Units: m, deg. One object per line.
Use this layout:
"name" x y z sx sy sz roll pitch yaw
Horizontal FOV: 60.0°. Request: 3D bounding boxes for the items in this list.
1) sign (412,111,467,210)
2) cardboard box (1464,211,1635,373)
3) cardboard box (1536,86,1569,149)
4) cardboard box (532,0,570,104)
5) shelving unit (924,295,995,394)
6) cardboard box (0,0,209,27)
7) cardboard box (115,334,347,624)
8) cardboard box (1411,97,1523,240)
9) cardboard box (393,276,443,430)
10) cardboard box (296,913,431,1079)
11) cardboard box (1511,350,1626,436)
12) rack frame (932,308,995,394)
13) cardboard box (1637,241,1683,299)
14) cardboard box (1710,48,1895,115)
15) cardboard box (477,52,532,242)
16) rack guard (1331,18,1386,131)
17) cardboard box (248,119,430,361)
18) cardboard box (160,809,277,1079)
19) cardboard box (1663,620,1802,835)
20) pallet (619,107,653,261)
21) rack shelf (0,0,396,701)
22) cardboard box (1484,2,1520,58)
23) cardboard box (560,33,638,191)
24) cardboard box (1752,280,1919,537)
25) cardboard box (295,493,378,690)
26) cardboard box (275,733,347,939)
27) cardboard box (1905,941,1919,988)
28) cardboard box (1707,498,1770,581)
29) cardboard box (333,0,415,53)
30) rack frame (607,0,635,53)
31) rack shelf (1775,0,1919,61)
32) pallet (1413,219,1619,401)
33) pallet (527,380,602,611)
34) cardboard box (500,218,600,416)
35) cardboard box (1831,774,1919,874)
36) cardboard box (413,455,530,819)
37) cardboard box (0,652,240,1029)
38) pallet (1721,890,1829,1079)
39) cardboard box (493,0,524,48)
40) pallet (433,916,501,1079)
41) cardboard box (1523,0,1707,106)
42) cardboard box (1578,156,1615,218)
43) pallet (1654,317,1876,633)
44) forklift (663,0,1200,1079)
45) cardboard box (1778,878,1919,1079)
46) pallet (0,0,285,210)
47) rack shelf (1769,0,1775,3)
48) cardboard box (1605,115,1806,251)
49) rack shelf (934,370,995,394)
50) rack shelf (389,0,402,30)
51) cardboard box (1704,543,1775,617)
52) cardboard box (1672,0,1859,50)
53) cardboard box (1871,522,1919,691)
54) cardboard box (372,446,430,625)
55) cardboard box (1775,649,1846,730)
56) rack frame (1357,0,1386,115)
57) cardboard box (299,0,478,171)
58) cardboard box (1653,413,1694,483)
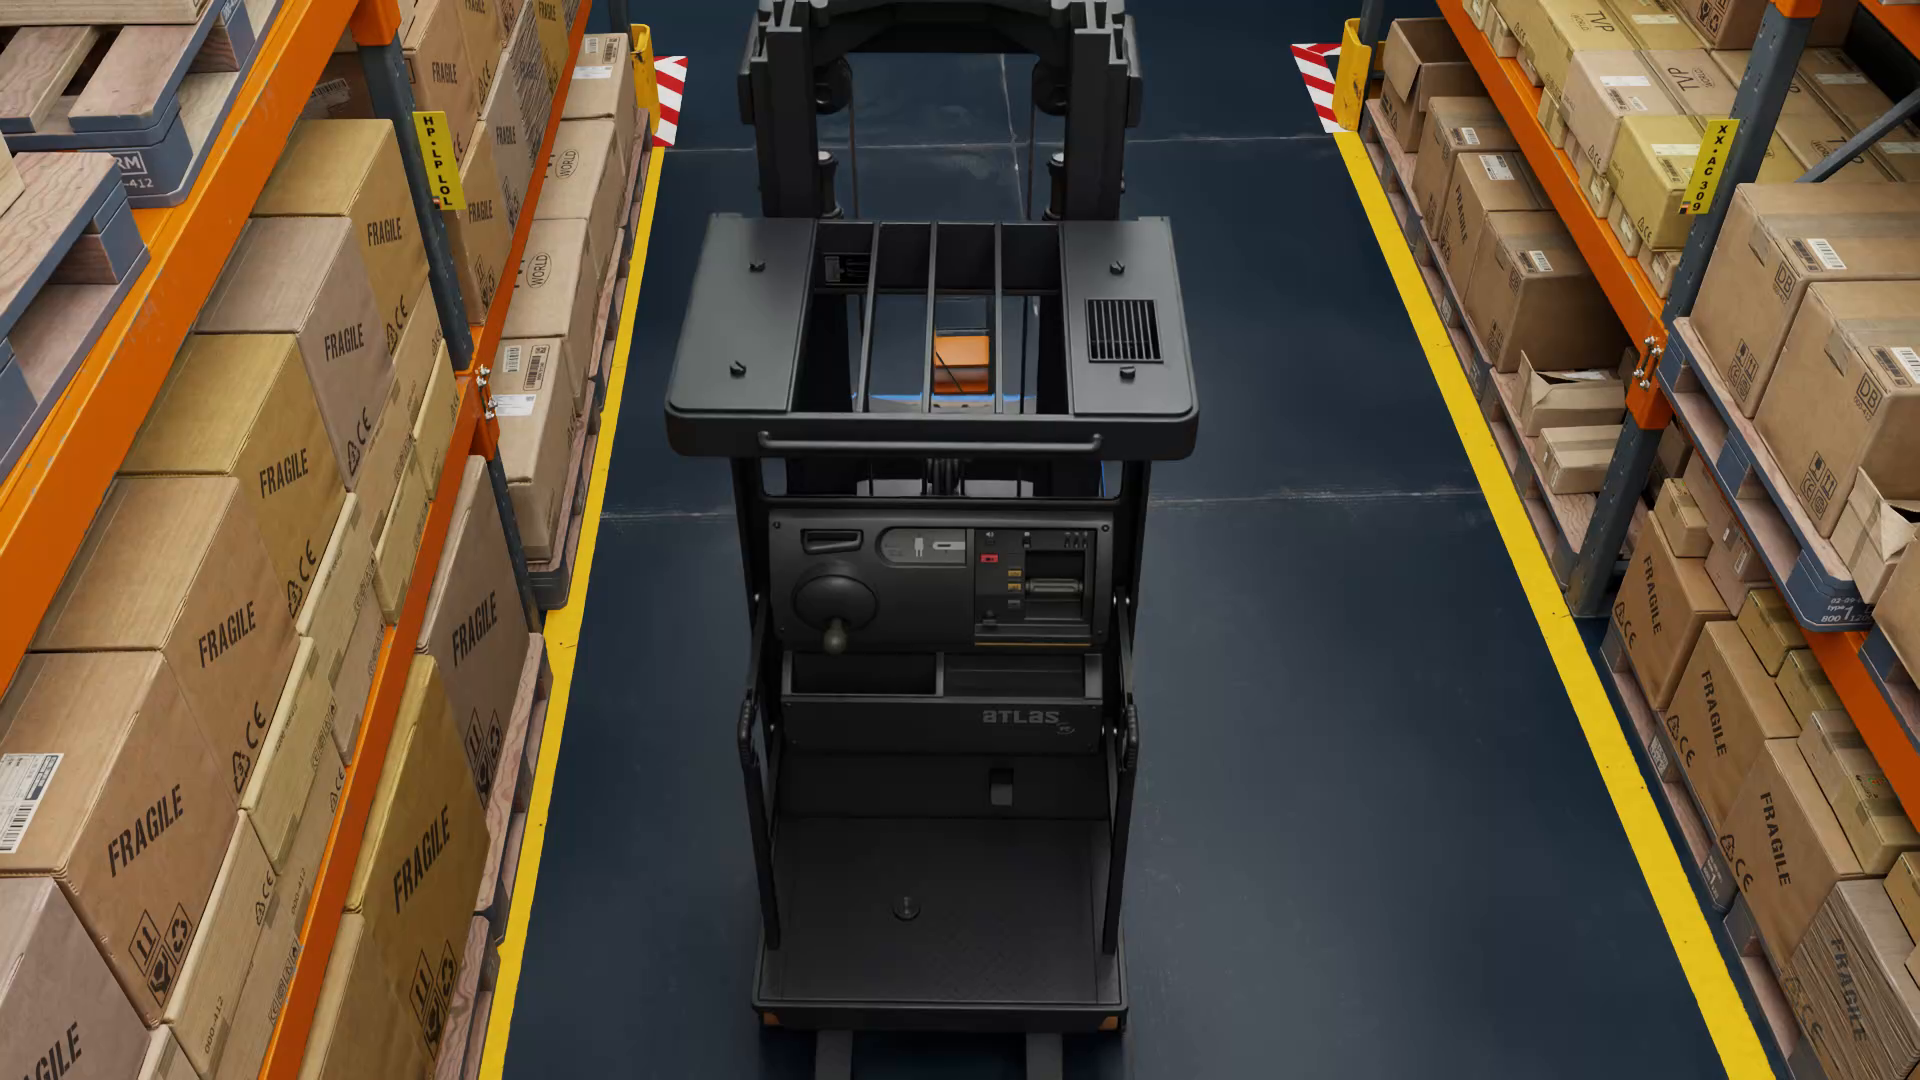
"sign" -1.555 -1.129 4.964 0.100 0.325 0.005 -2 43 -2
"cardboard box" 2.665 -1.093 7.262 0.700 0.500 0.500 -3 43 -3
"cardboard box" 2.505 -1.669 6.537 0.380 0.149 0.250 -2 43 -2
"cardboard box" -1.909 -2.094 6.741 0.500 0.500 0.500 0 43 -1
"shelving unit" 0.001 -0.433 6.334 0.258 1.200 0.189 -2 43 -2
"cardboard box" -1.850 -1.348 3.536 0.500 0.311 0.500 -2 43 -2
"cardboard box" -1.796 -0.128 3.856 0.500 0.500 0.500 0 43 0
"cardboard box" 2.621 -1.794 8.027 0.700 0.500 0.500 0 43 0
"cardboard box" -1.835 -0.548 4.868 0.500 0.250 0.500 -2 43 -2
"cardboard box" -1.907 1.549 4.102 0.875 0.875 0.875 -1 43 -1
"cardboard box" 2.530 -0.610 6.908 0.396 0.266 0.258 0 43 0
"rack frame" 0.005 -0.371 6.267 0.240 1.200 0.006 -2 43 -2
"cardboard box" 2.596 -0.970 5.774 0.380 0.149 0.250 -1 43 -1
"cardboard box" 3.082 -1.589 6.155 0.500 0.250 0.500 -2 43 -2
"cardboard box" -1.873 -1.410 5.995 0.500 0.500 0.500 -1 43 -2
"rack guard" 2.695 -2.582 9.197 1.175 0.500 0.348 -2 43 -2
"cardboard box" -1.827 -0.820 4.611 0.500 0.500 0.500 0 43 0
"cardboard box" -1.732 0.827 3.369 0.500 0.250 0.500 -2 43 -2
"cardboard box" 2.690 0.605 5.410 0.500 0.500 0.500 -2 43 -2
"pallet" -2.155 -1.844 8.606 1.003 0.211 1.213 -2 43 -2
"rack shelf" -2.012 -0.200 3.060 1.077 0.370 4.000 -2 43 -2
"cardboard box" 2.469 -2.184 7.099 0.380 0.149 0.250 -1 43 -1
"cardboard box" -2.139 -2.177 8.491 0.875 0.438 0.875 -3 43 -3
"cardboard box" 2.681 -0.363 4.542 0.700 0.500 0.500 -1 43 -1
"cardboard box" -1.779 0.139 4.119 0.500 0.250 0.500 -1 43 -1
"cardboard box" -1.777 0.675 3.904 0.500 0.250 0.500 -2 43 -2
"cardboard box" 2.730 1.152 4.333 0.380 0.149 0.250 -4 43 -4
"cardboard box" 2.670 -0.012 5.383 0.380 0.149 0.250 -4 43 -4
"cardboard box" -1.851 -1.574 4.954 0.380 0.149 0.250 -2 43 -2
"rack frame" -2.267 -3.410 8.250 1.000 3.000 0.127 -2 43 -2
"rack shelf" 2.947 -0.345 3.218 1.077 0.370 4.000 -2 43 -2
"pallet" 2.779 -1.115 7.811 1.003 0.211 1.213 -2 43 -2
"pallet" -2.051 -0.197 6.809 1.003 0.211 1.213 -2 43 -2
"cardboard box" -2.055 -0.951 7.153 0.875 0.438 0.875 -3 43 -3
"cardboard box" 2.729 0.803 4.713 0.380 0.149 0.250 0 43 0
"cardboard box" -1.991 0.335 5.426 0.875 0.875 0.875 0 43 0
"cardboard box" -1.741 0.561 3.104 0.500 0.500 0.500 -1 43 -1
"pallet" 2.989 1.547 4.906 1.003 0.211 1.213 -2 43 -2
"cardboard box" -1.901 -2.130 6.040 0.500 0.500 0.500 -1 43 -1
"pallet" -1.934 1.663 4.779 1.003 0.211 1.213 -2 43 -2
"cardboard box" 2.553 -1.920 6.516 0.500 0.250 0.500 -2 43 -2
"cardboard box" 2.528 -1.320 6.156 0.380 0.149 0.250 -1 43 -1
"pallet" 2.787 -0.241 4.935 1.003 0.211 1.213 -2 43 -2
"forklift" -0.053 0.201 4.362 1.130 2.935 3.031 1 43 1
"cardboard box" 2.723 1.292 4.660 0.500 0.500 0.500 -3 43 -3
"pallet" -2.009 -1.127 3.681 0.805 0.209 1.217 -3 43 -4
"rack shelf" 2.777 -3.045 6.165 1.077 0.370 4.000 -2 43 -2
"cardboard box" 2.597 -1.245 5.780 0.500 0.250 0.500 -1 43 -1
"rack shelf" 0.001 -0.577 6.202 0.258 0.103 0.180 -2 43 -2
"rack shelf" -2.182 -2.900 6.006 1.077 0.370 4.000 -2 43 -2
"cardboard box" 2.700 0.108 5.471 0.380 0.149 0.250 -3 43 -3
"cardboard box" 3.065 -2.198 6.264 0.500 0.500 0.500 -3 43 -3
"cardboard box" 2.714 0.167 3.964 0.700 0.500 0.500 -2 43 -2
"cardboard box" -1.806 -0.014 4.657 0.500 0.250 0.500 -2 43 -2
"cardboard box" 2.748 0.465 5.081 0.380 0.149 0.250 -2 43 -3
"rack frame" 2.692 -3.555 8.408 1.000 3.000 0.127 -2 43 -2
"cardboard box" -1.875 -1.443 5.290 0.500 0.500 0.500 -1 43 -2
"cardboard box" 3.070 -0.471 6.723 0.500 0.311 0.500 0 43 0
